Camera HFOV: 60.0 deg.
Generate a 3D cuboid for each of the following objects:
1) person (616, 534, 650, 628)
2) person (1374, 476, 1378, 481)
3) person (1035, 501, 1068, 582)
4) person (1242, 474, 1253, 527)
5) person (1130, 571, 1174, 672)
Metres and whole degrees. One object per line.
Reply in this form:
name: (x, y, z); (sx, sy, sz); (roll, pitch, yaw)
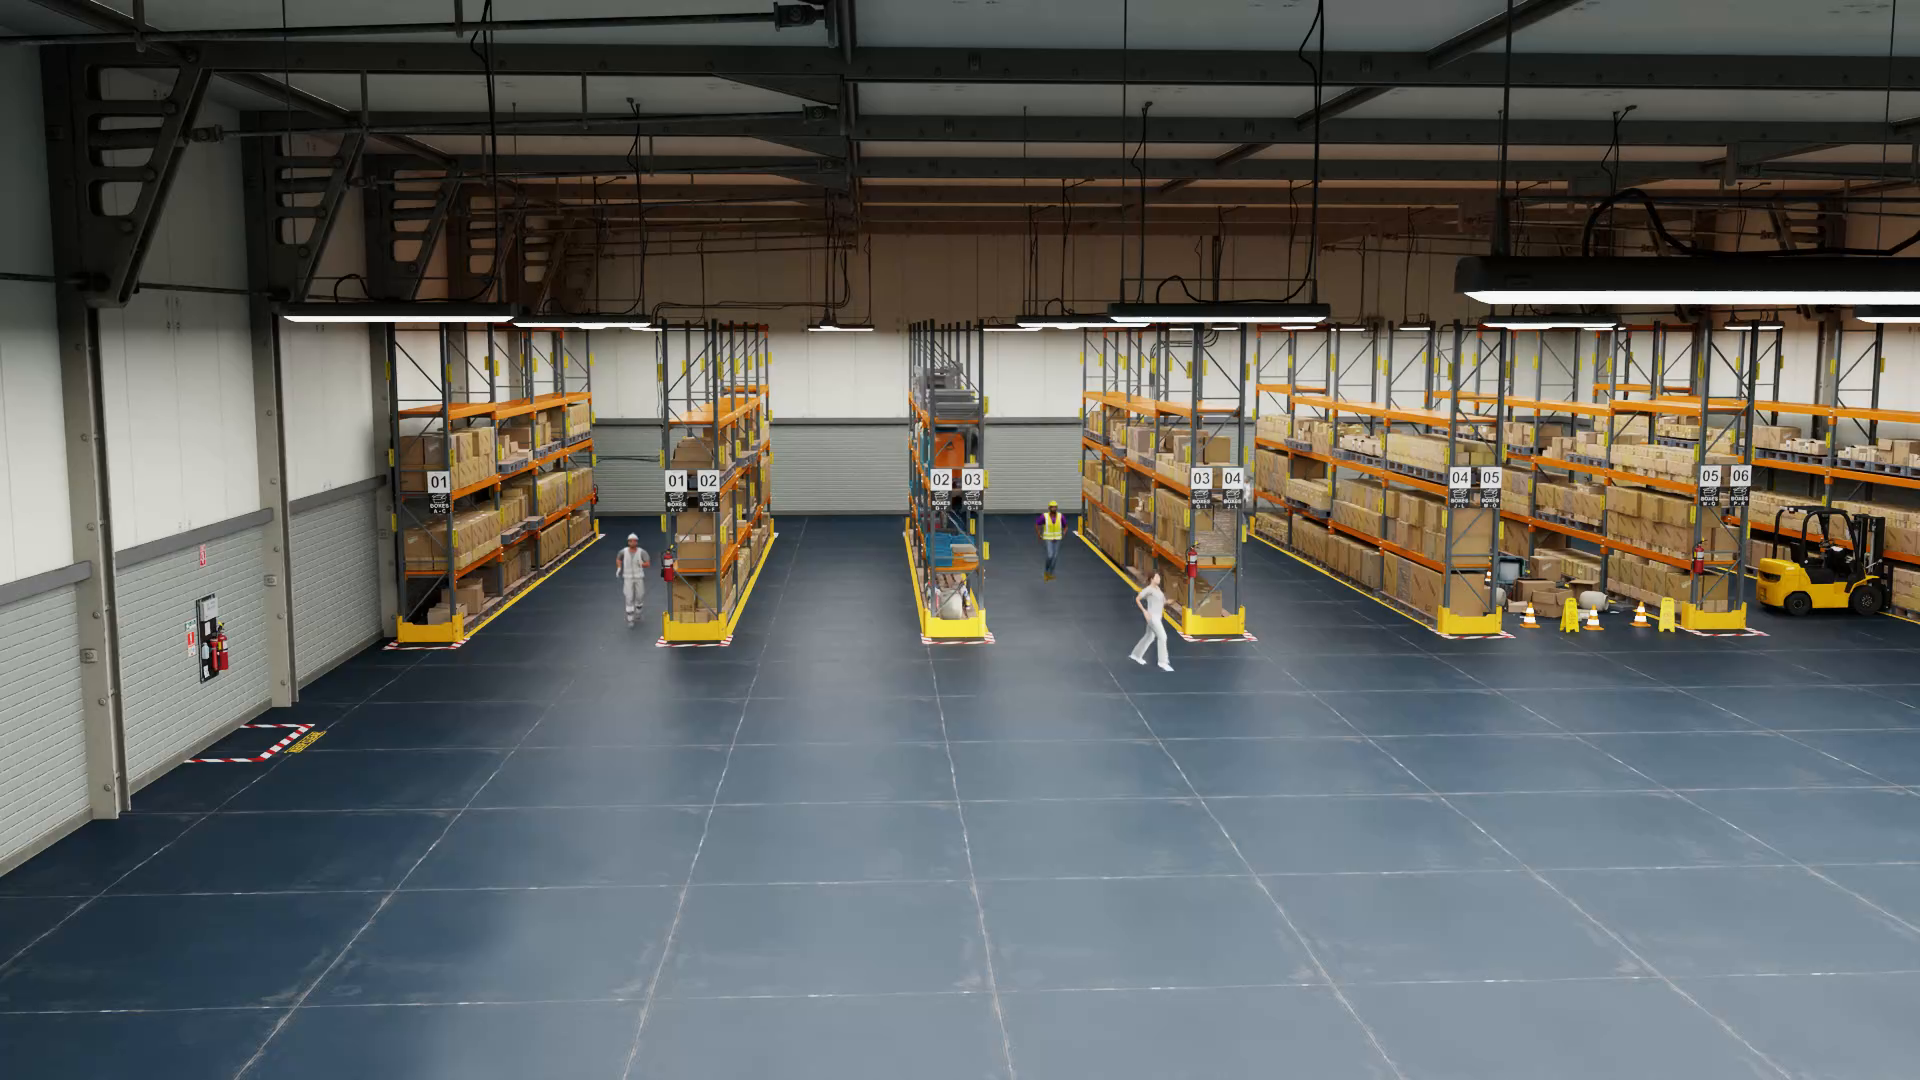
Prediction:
person: (-6.422, 0.766, 32.717); (0.658, 1.785, 0.983); (-1, 7, -11)
person: (12.301, -1.153, 49.357); (0.616, 1.611, 0.631); (0, 7, 4)
person: (2.066, 0.031, 36.909); (0.699, 1.803, 0.640); (-2, 7, -13)
person: (8.348, -1.152, 49.179); (0.562, 1.639, 0.724); (0, 7, 1)
person: (3.297, 1.371, 28.472); (0.838, 1.714, 0.544); (3, 8, 25)
